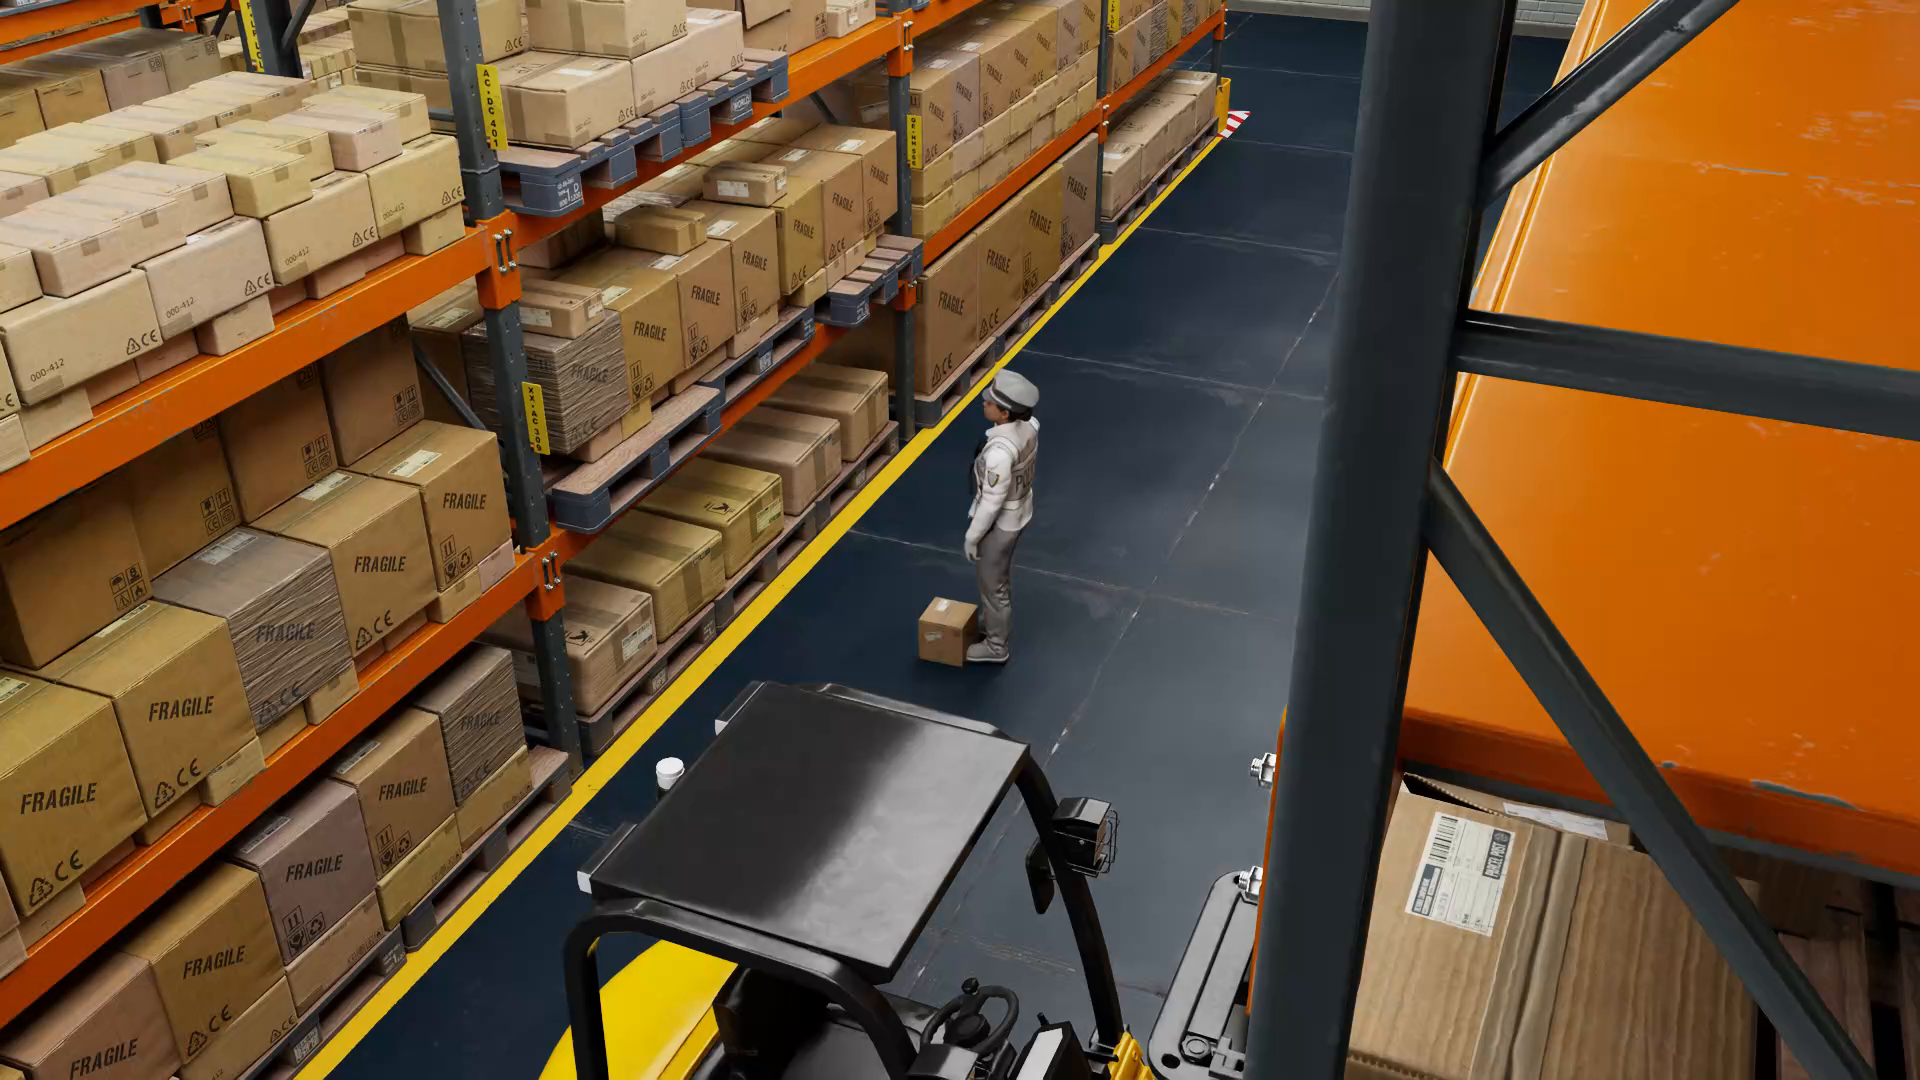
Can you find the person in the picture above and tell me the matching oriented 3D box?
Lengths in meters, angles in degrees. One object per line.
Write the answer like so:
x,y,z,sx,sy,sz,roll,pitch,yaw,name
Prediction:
0.142,-0.114,8.538,0.534,1.695,0.581,11,32,19,person
